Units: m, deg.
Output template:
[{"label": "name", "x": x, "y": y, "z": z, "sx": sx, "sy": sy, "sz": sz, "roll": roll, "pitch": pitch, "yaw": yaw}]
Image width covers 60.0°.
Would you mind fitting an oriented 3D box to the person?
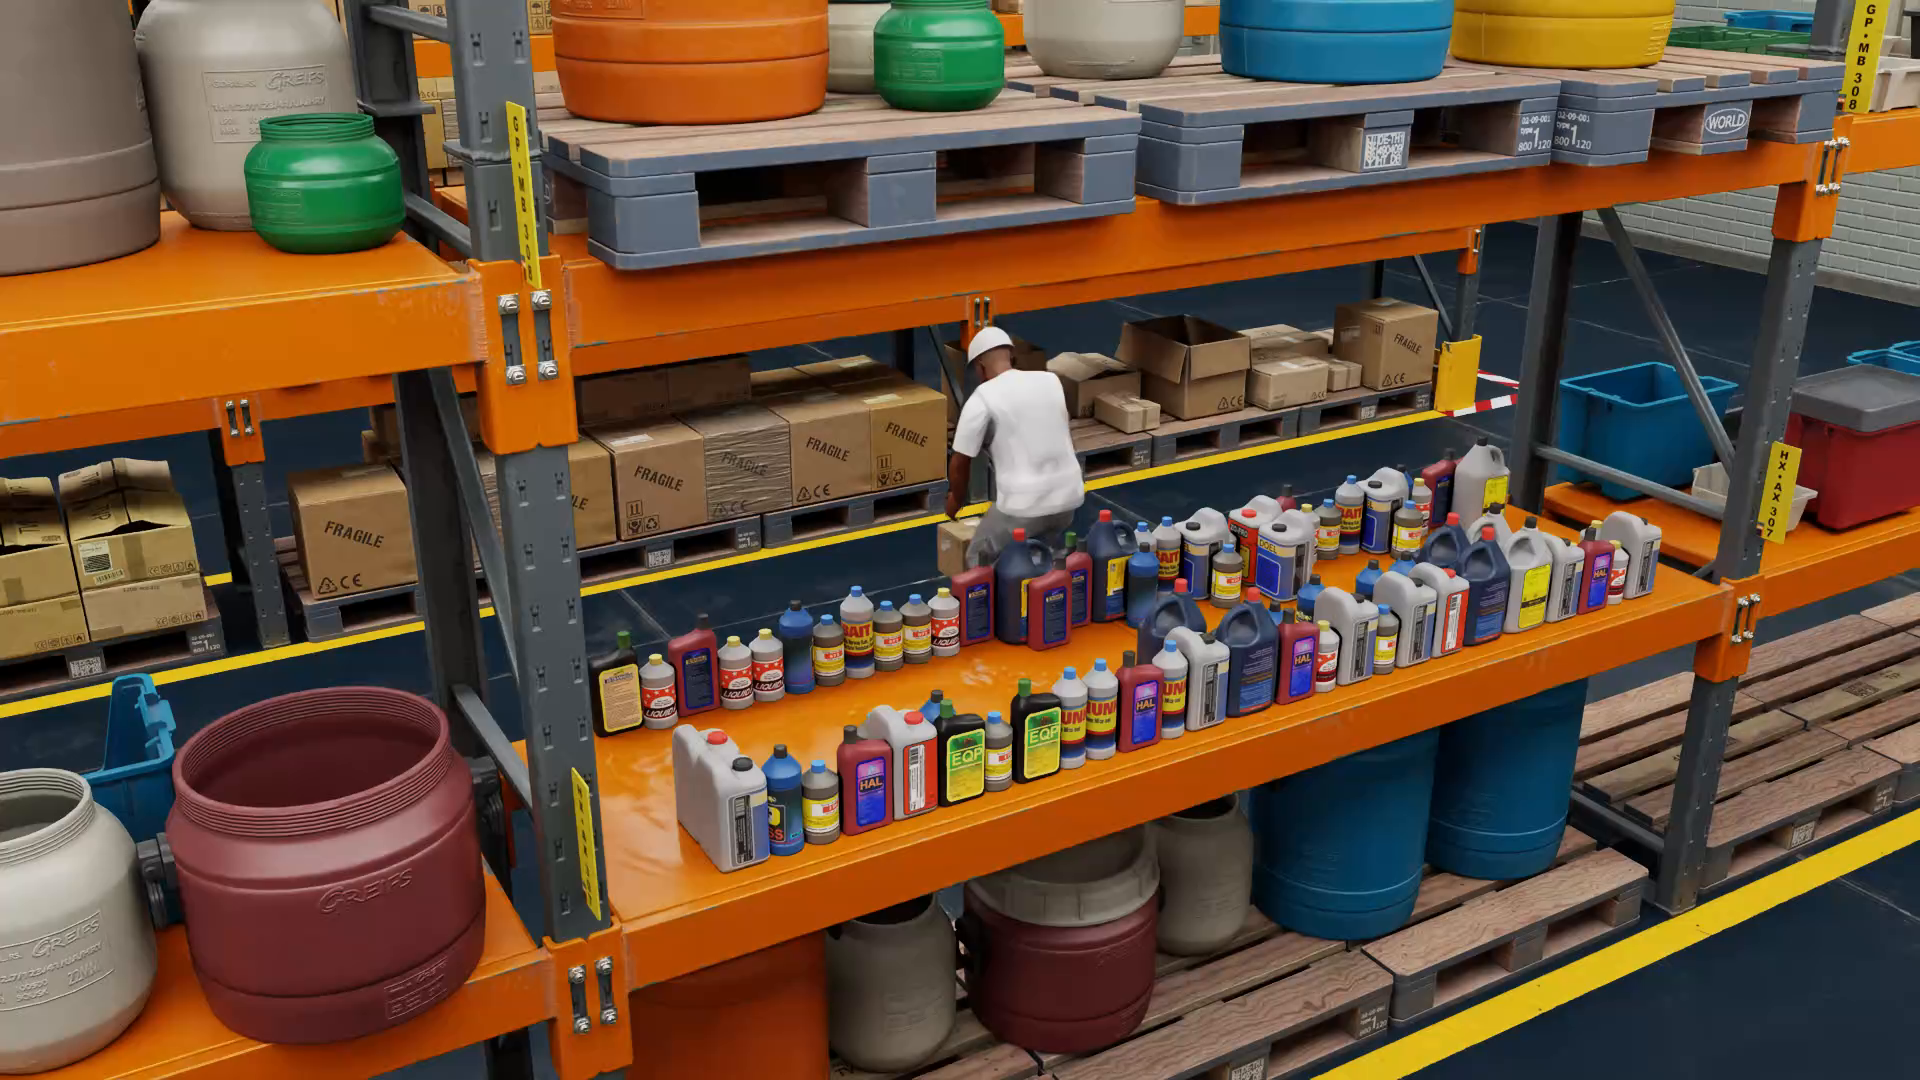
[{"label": "person", "x": 0.252, "y": -0.213, "z": 7.897, "sx": 0.625, "sy": 1.543, "sz": 0.666, "roll": -12, "pitch": 25, "yaw": -28}]
